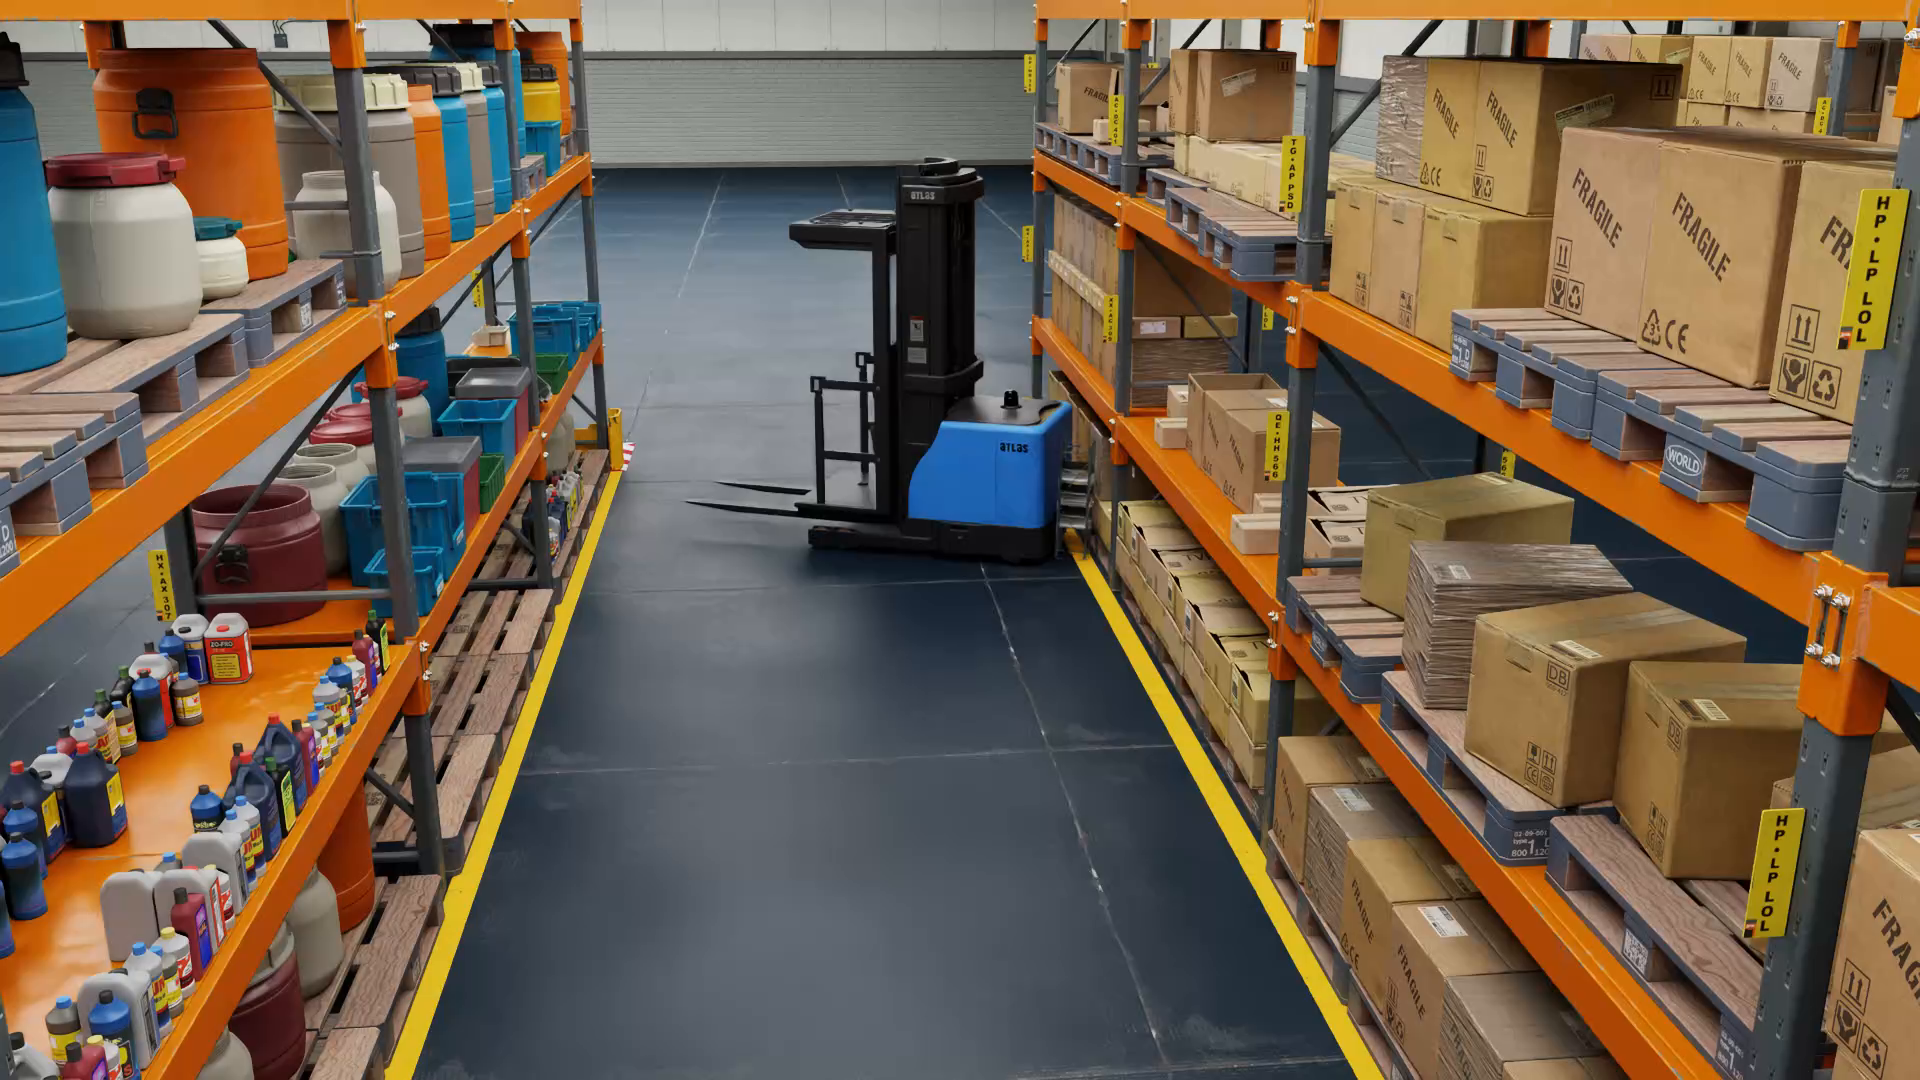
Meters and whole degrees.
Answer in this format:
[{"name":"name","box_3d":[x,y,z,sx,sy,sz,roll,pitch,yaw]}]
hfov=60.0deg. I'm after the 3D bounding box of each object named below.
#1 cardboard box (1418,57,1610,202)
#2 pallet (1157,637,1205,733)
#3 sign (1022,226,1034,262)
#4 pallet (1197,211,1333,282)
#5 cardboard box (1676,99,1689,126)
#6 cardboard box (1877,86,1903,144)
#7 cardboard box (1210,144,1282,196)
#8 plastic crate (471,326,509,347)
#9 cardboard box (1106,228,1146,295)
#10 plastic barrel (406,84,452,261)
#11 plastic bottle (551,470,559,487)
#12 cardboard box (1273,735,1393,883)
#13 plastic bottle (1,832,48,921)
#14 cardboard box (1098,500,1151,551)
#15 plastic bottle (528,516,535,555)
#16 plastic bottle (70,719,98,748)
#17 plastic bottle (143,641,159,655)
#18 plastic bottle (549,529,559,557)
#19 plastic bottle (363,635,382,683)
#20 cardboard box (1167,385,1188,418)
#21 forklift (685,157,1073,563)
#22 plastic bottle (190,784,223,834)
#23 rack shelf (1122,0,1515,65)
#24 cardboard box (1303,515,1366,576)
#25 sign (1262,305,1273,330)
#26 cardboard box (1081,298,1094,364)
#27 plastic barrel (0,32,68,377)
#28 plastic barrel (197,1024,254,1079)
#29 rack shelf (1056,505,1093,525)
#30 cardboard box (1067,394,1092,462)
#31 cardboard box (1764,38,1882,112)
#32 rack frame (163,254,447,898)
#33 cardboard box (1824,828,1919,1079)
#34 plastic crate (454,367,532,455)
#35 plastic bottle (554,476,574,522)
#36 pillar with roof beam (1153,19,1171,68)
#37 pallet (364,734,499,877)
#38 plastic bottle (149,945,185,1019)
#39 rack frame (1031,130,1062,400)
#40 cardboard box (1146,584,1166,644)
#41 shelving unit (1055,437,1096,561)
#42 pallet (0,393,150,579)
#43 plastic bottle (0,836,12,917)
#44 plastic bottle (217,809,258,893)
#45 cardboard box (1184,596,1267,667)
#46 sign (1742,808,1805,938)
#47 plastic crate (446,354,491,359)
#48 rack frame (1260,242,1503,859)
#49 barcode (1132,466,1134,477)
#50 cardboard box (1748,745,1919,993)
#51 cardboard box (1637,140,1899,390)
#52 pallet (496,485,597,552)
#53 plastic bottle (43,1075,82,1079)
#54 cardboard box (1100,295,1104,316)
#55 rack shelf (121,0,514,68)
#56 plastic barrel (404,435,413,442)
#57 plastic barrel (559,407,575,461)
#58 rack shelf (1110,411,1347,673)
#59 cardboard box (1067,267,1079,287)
[{"name":"cardboard box","box_3d":[2.091,-1.567,6.318,0.500,0.500,0.500,-2,18,-6]},{"name":"pallet","box_3d":[1.831,0.828,10.189,1.003,0.211,1.213,-2,18,-6]},{"name":"sign","box_3d":[0.622,-2.713,15.232,0.100,0.325,0.005,-2,18,-6]},{"name":"pallet","box_3d":[1.841,-1.434,8.045,1.213,0.211,1.003,-1,17,-3]},{"name":"cardboard box","box_3d":[6.041,-3.338,13.593,0.500,0.500,0.500,-1,17,-2]},{"name":"cardboard box","box_3d":[6.491,-2.753,11.064,0.500,0.500,0.500,1,17,2]},{"name":"cardboard box","box_3d":[1.723,-2.074,9.316,0.500,0.250,0.500,-3,18,-10]},{"name":"plastic crate","box_3d":[-3.981,-1.723,14.097,0.298,0.136,0.250,-2,18,-6]},{"name":"cardboard box","box_3d":[1.482,-2.035,12.317,0.700,0.500,0.500,-2,18,-6]},{"name":"plastic barrel","box_3d":[-2.864,-1.824,8.255,0.600,0.830,0.708,-2,18,-6]},{"name":"plastic bottle","box_3d":[-3.234,-0.426,13.327,0.061,0.283,0.133,-2,18,-6]},{"name":"cardboard box","box_3d":[1.762,1.233,7.679,0.500,0.500,0.500,-1,17,-3]},{"name":"plastic bottle","box_3d":[-2.883,1.026,5.115,0.097,0.271,0.097,0,17,0]},{"name":"cardboard box","box_3d":[1.322,-0.105,12.394,0.500,0.250,0.500,-2,18,-6]},{"name":"plastic bottle","box_3d":[-3.104,-0.048,12.122,0.061,0.283,0.133,-2,18,-6]},{"name":"plastic bottle","box_3d":[-3.125,0.769,5.934,0.097,0.271,0.097,0,17,0]},{"name":"plastic bottle","box_3d":[-3.216,0.552,6.605,0.061,0.283,0.133,-2,18,-6]},{"name":"plastic bottle","box_3d":[-2.958,0.023,12.035,0.097,0.201,0.097,0,17,0]},{"name":"plastic bottle","box_3d":[-2.468,0.495,6.923,0.097,0.201,0.097,0,17,0]},{"name":"cardboard box","box_3d":[1.681,-0.869,11.186,0.500,0.250,0.500,-1,17,-2]},{"name":"forklift","box_3d":[-0.678,-1.460,12.935,3.031,2.935,1.130,5,18,16]},{"name":"plastic bottle","box_3d":[-2.452,0.928,5.429,0.097,0.271,0.097,0,17,0]},{"name":"rack shelf","box_3d":[1.793,-2.818,8.998,1.077,0.370,4.000,-2,18,-6]},{"name":"cardboard box","box_3d":[2.006,0.039,8.194,0.500,0.311,0.500,-1,17,-2]},{"name":"sign","box_3d":[2.126,-1.620,11.528,0.100,0.325,0.005,-2,18,-6]},{"name":"cardboard box","box_3d":[1.372,-1.724,13.495,0.700,0.500,0.500,-1,17,-4]},{"name":"plastic barrel","box_3d":[-2.843,-0.924,4.568,0.600,0.901,0.708,-2,18,-6]},{"name":"plastic barrel","box_3d":[-2.597,1.892,5.595,0.421,0.512,0.421,0,17,0]},{"name":"rack shelf","box_3d":[0.874,-0.191,12.681,0.258,0.077,0.200,5,18,11]},{"name":"cardboard box","box_3d":[1.161,-0.910,13.705,0.500,0.500,0.500,-2,18,-6]},{"name":"cardboard box","box_3d":[6.193,-3.346,11.949,0.500,0.500,0.500,-3,18,-10]},{"name":"rack frame","box_3d":[-2.928,0.258,7.347,1.000,3.000,0.127,-2,18,-6]},{"name":"cardboard box","box_3d":[2.181,0.922,3.395,0.500,0.500,0.500,-1,17,-4]},{"name":"plastic crate","box_3d":[-2.986,-0.829,10.704,0.402,0.464,0.583,-2,18,-6]},{"name":"plastic bottle","box_3d":[-3.074,-0.316,12.863,0.144,0.351,0.185,-2,18,-6]},{"name":"pillar with roof beam","box_3d":[0.277,-12.129,36.788,9.100,9.000,0.400,-2,18,-6]},{"name":"pallet","box_3d":[-2.969,1.357,8.504,1.003,0.211,1.213,-2,18,-6]},{"name":"plastic bottle","box_3d":[-2.216,1.222,4.610,0.097,0.201,0.097,0,17,0]},{"name":"rack frame","box_3d":[1.174,-2.277,15.423,1.000,3.000,0.127,-2,18,-6]},{"name":"cardboard box","box_3d":[1.490,0.460,10.592,0.500,0.250,0.500,-2,18,-7]},{"name":"shelving unit","box_3d":[0.878,-0.309,12.644,0.258,0.900,0.210,5,18,11]},{"name":"pallet","box_3d":[-2.693,-0.122,3.864,1.213,0.211,1.003,-2,18,-6]},{"name":"plastic bottle","box_3d":[-3.005,1.033,5.085,0.152,0.276,0.135,-2,18,-6]},{"name":"plastic bottle","box_3d":[-2.288,0.981,5.258,0.097,0.271,0.097,0,17,0]},{"name":"cardboard box","box_3d":[1.591,0.497,9.540,0.500,0.311,0.500,-2,18,-6]},{"name":"sign","box_3d":[1.861,0.764,3.803,0.100,0.325,0.005,-2,18,-6]},{"name":"plastic crate","box_3d":[-3.724,-1.184,12.189,0.499,0.251,0.616,-2,18,-6]},{"name":"rack frame","box_3d":[2.000,0.106,7.831,1.000,3.000,0.127,-2,18,-6]},{"name":"barcode","box_3d":[1.199,-0.472,11.508,0.001,0.075,0.075,-2,18,-6]},{"name":"cardboard box","box_3d":[2.586,0.902,4.428,0.700,0.500,0.500,-8,19,-24]},{"name":"cardboard box","box_3d":[2.342,-0.780,4.610,0.600,0.600,0.600,-2,18,-6]},{"name":"pallet","box_3d":[-3.497,-0.169,13.362,1.003,0.211,1.213,-2,18,-6]},{"name":"plastic bottle","box_3d":[-2.129,1.383,3.958,0.061,0.283,0.133,-2,18,-6]},{"name":"cardboard box","box_3d":[1.265,-1.747,12.484,0.380,0.149,0.250,-2,18,-6]},{"name":"rack shelf","box_3d":[-3.134,-2.666,8.514,1.077,0.370,4.000,-2,18,-6]},{"name":"plastic barrel","box_3d":[-3.356,-0.468,9.892,0.301,0.262,0.301,0,17,0]},{"name":"plastic barrel","box_3d":[-3.609,-0.945,14.632,0.421,0.512,0.421,0,17,0]},{"name":"rack shelf","box_3d":[1.793,-0.146,9.836,1.077,0.370,4.000,-2,18,-6]},{"name":"cardboard box","box_3d":[1.109,-2.203,13.937,0.380,0.149,0.250,-2,18,-7]}]
